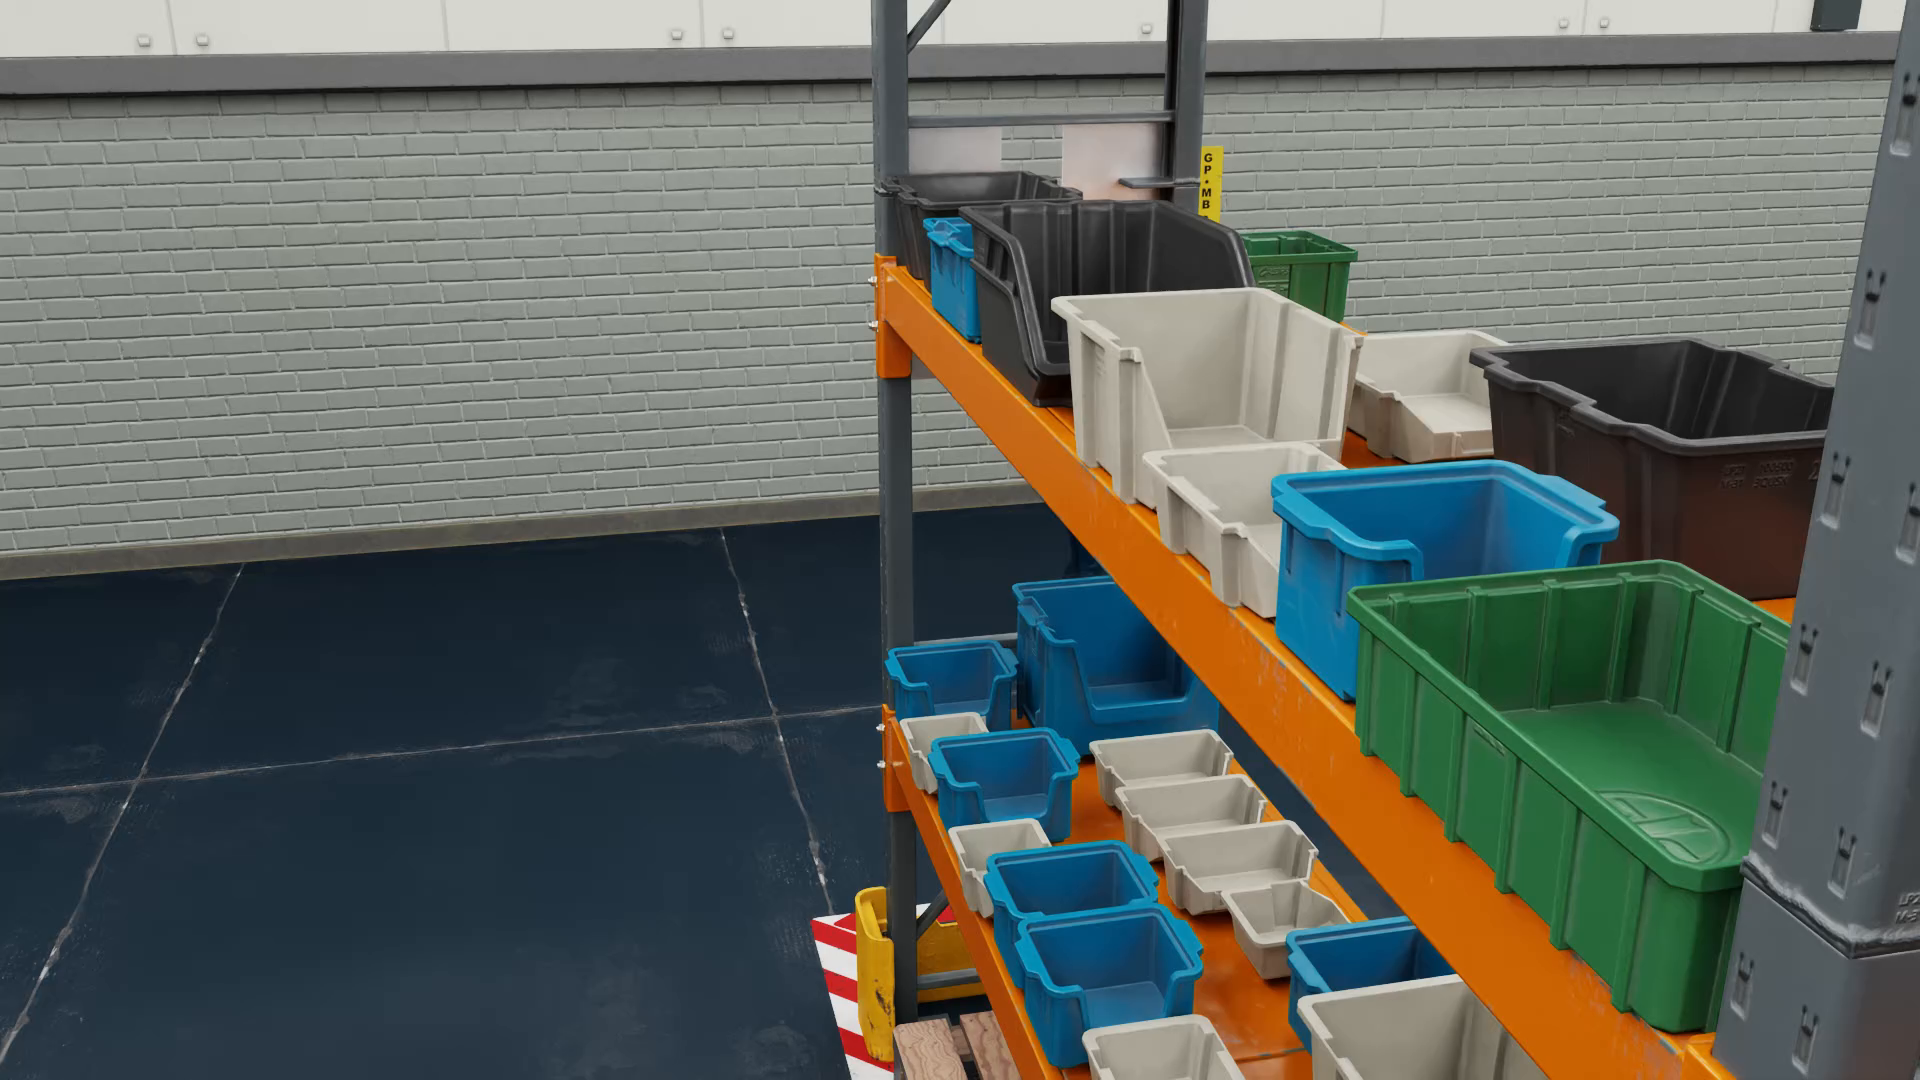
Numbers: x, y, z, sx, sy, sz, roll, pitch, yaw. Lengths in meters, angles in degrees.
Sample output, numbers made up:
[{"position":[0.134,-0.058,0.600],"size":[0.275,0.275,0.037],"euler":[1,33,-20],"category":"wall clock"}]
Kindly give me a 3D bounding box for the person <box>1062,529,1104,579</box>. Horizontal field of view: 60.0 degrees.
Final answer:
[{"position":[0.680,-0.059,9.087],"size":[0.300,1.371,0.406],"euler":[-4,20,-11],"category":"person"}]
